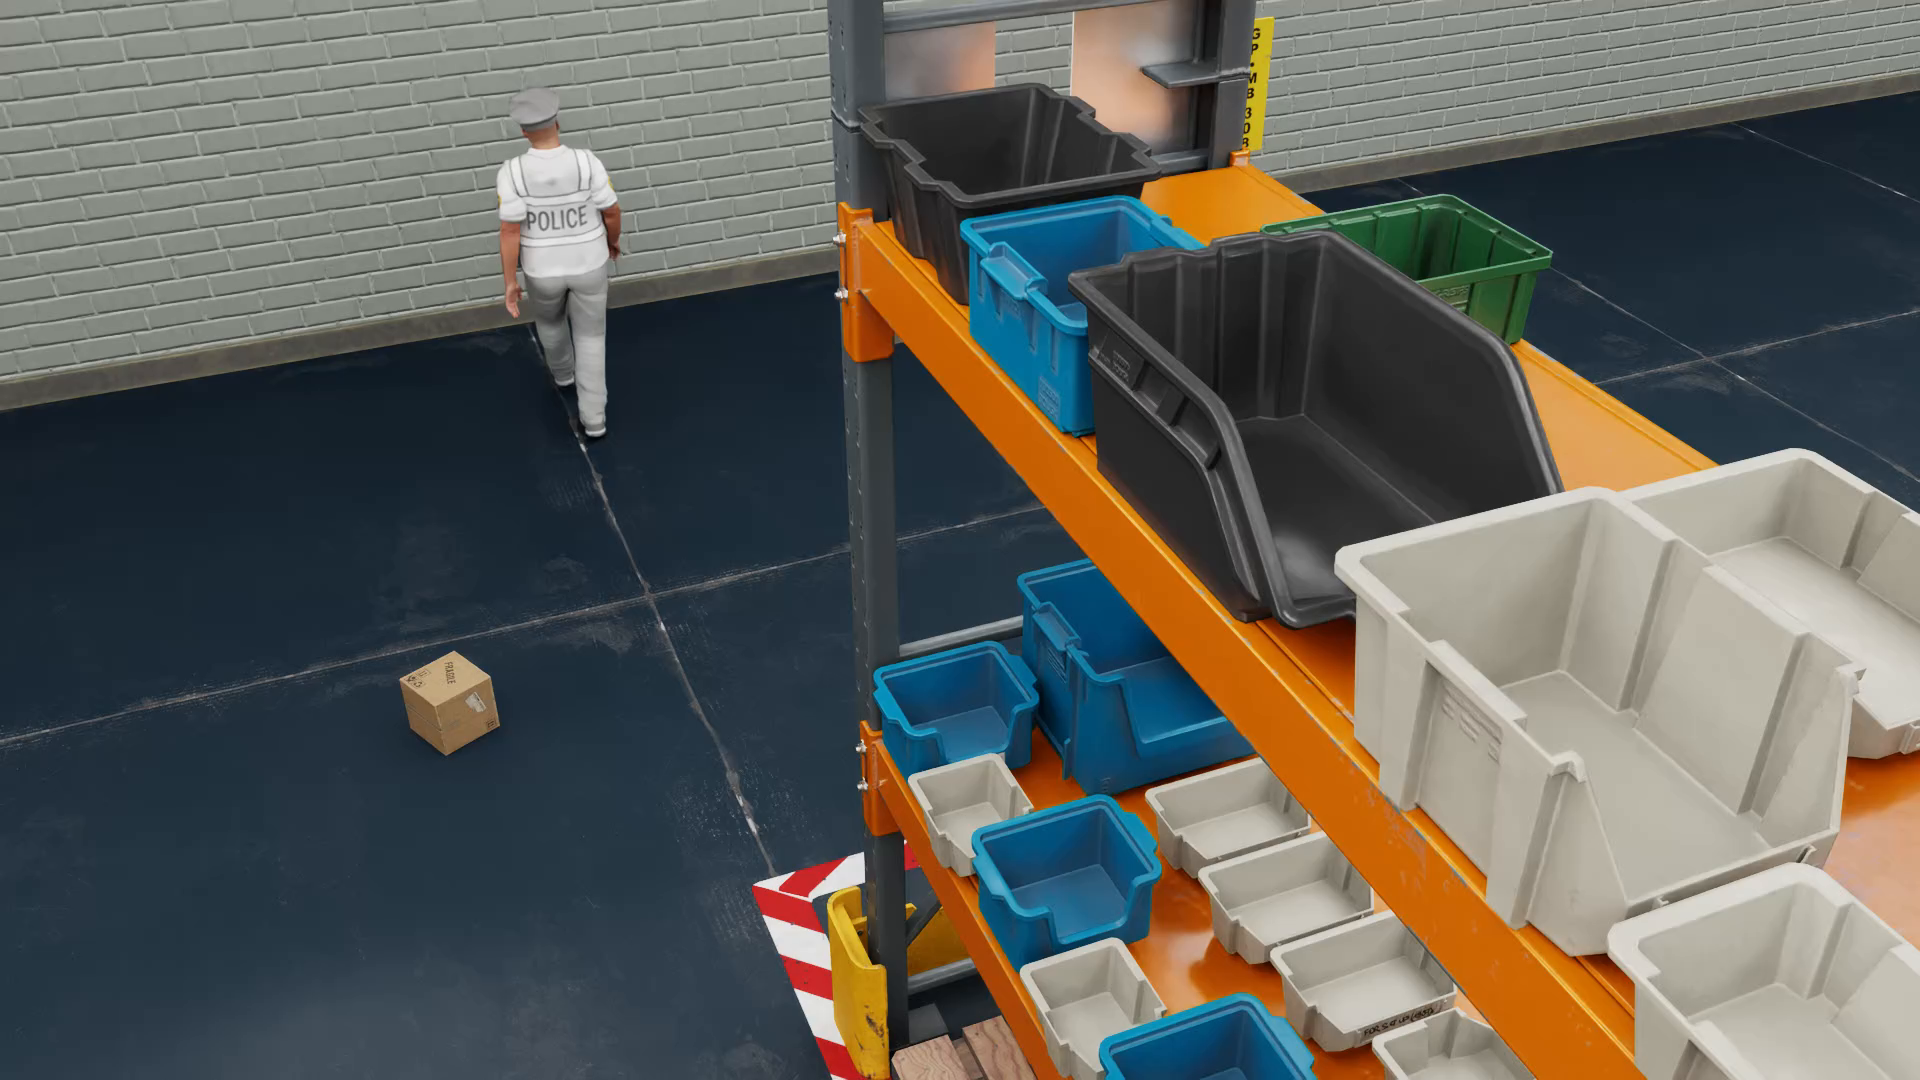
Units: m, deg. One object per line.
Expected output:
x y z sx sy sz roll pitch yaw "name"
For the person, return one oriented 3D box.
-1.975 -1.460 8.341 0.591 1.737 0.880 -5 34 -8 "person"
